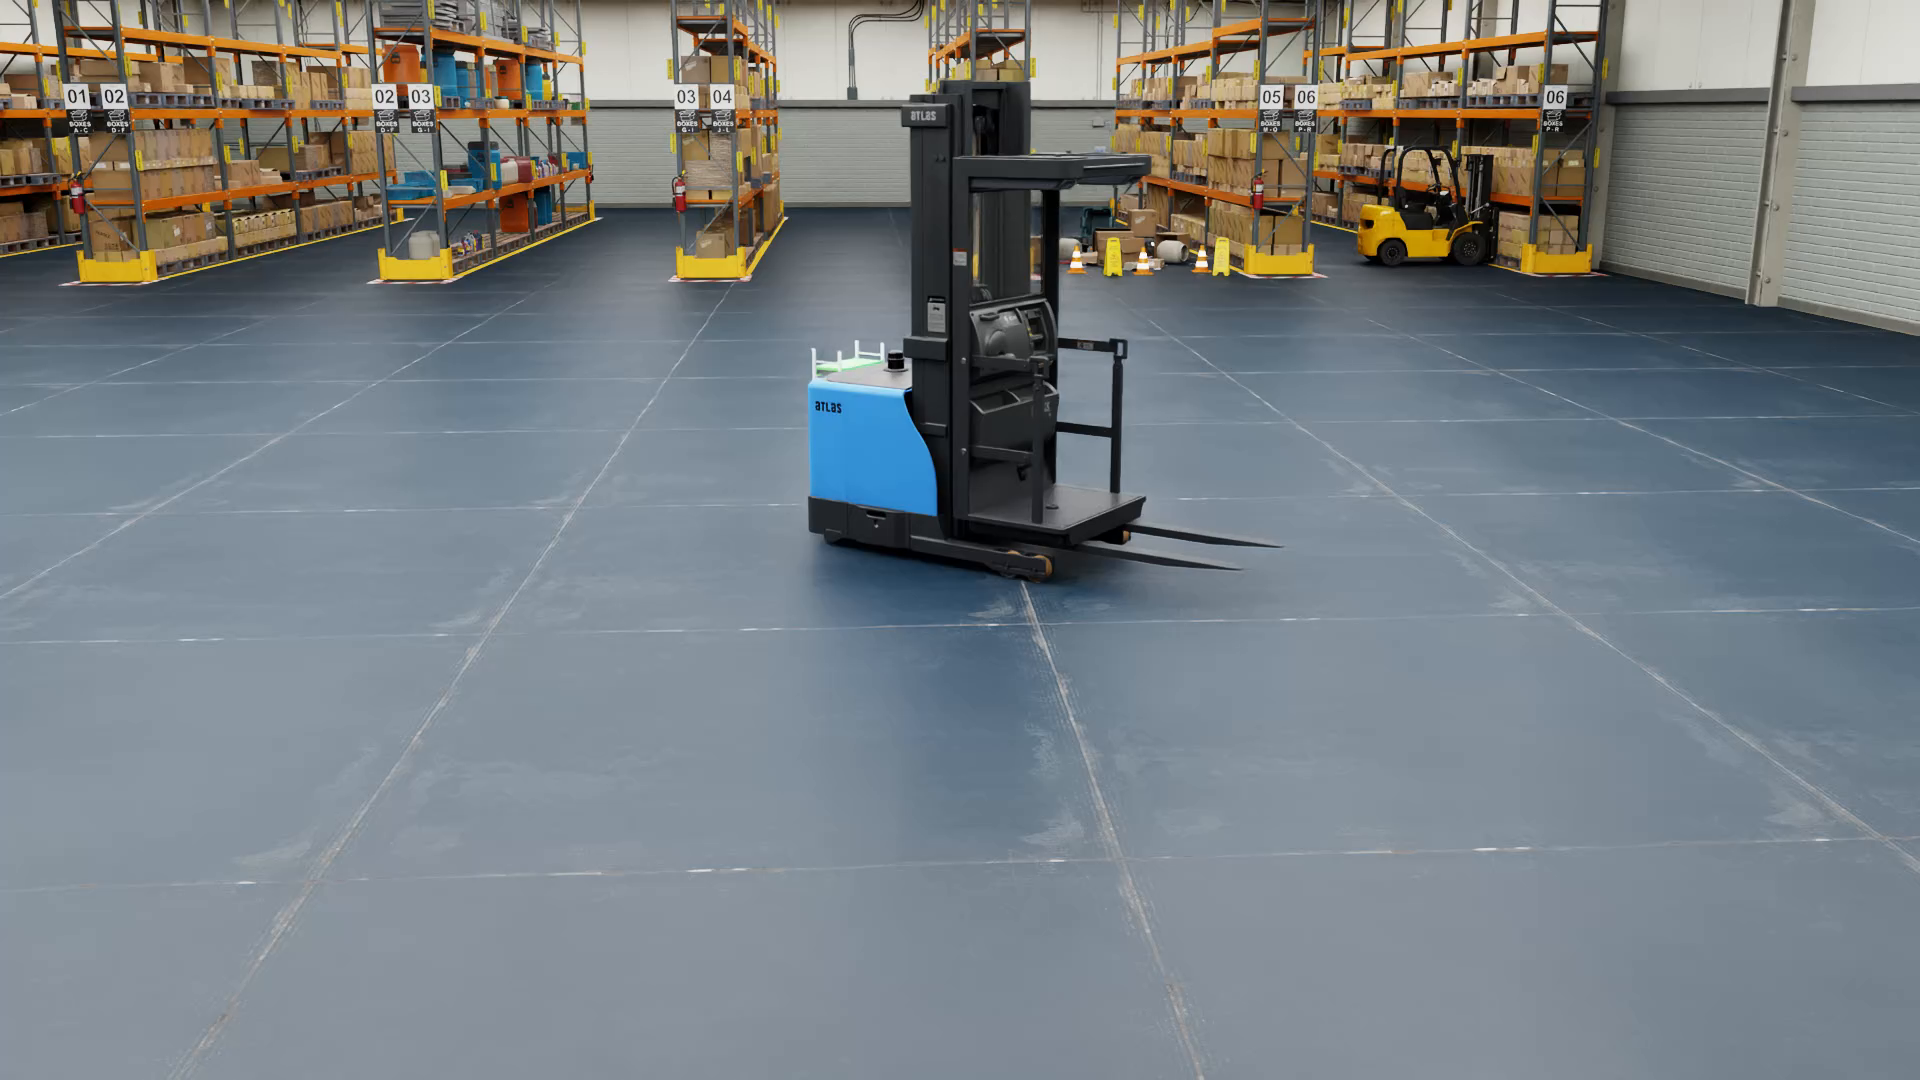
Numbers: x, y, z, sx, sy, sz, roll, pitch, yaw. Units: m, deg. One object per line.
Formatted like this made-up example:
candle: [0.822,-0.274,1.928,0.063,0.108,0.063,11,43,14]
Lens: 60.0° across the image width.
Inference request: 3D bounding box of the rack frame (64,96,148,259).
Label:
rack frame: [-14.168,-5.830,27.667,1.000,3.000,0.127,-1,14,-3]

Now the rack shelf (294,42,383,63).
rack shelf: [-15.035,-11.868,40.542,1.077,0.370,4.000,-1,14,-3]

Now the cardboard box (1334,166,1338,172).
cardboard box: [9.512,-9.216,41.328,0.380,0.149,0.250,0,14,-2]

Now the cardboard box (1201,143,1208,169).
cardboard box: [5.105,-7.637,33.050,0.500,0.500,0.500,-1,14,-4]

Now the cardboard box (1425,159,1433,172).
cardboard box: [9.966,-7.751,34.427,0.500,0.250,0.500,-1,14,-2]

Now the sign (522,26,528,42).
sign: [-9.171,-10.655,35.026,0.100,0.325,0.005,-1,14,-3]

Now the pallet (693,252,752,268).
pallet: [-4.373,-5.156,30.643,1.003,0.211,1.213,-1,14,-3]

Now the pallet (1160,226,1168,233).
pallet: [5.141,-6.972,37.699,1.003,0.211,1.213,-1,14,-3]

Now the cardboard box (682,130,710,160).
cardboard box: [-4.561,-6.792,28.601,0.500,0.500,0.500,-1,14,-3]

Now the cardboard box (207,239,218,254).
cardboard box: [-14.148,-5.461,30.905,0.500,0.250,0.500,-1,14,-3]

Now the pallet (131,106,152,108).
pallet: [-19.895,-10.351,39.394,1.003,0.211,1.213,-1,14,-3]

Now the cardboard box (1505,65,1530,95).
cardboard box: [10.330,-8.329,30.112,0.700,0.500,0.500,-1,14,-3]

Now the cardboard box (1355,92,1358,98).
cardboard box: [9.508,-10.446,39.046,0.380,0.149,0.250,-1,14,-4]

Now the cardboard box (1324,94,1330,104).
cardboard box: [9.478,-11.094,41.810,0.500,0.250,0.500,-1,14,-2]

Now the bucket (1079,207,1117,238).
bucket: [2.738,-6.181,32.550,0.726,0.611,0.620,4,5,16]

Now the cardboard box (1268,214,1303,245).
cardboard box: [5.835,-5.581,29.869,0.500,0.500,0.500,-1,14,-5]

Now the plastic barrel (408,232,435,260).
plastic barrel: [-9.341,-5.067,28.850,0.421,0.512,0.421,0,14,0]

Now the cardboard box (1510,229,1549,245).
cardboard box: [10.222,-5.443,29.834,0.500,0.250,0.500,-1,14,-4]

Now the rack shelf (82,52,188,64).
rack shelf: [-19.979,-11.598,40.291,1.077,0.370,4.000,-1,14,-3]

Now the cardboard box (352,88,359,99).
cardboard box: [-14.726,-10.686,39.817,0.500,0.250,0.500,-1,14,-3]

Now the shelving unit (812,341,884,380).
shelving unit: [-0.762,-0.746,11.518,0.258,1.200,0.503,9,17,32]

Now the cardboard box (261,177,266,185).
cardboard box: [-14.528,-7.382,34.202,0.380,0.149,0.250,0,14,1]

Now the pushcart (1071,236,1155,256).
pushcart: [3.090,-5.813,32.861,1.648,0.377,0.936,-6,16,-23]

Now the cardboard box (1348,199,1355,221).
cardboard box: [9.669,-7.934,40.017,0.500,0.500,0.500,-1,14,-4]

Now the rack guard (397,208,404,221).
rack guard: [-15.154,-8.580,43.371,1.175,0.500,0.348,-1,14,-3]

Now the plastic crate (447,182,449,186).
plastic crate: [-9.669,-6.456,30.525,0.450,0.188,0.662,-1,14,-3]

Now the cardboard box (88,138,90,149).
cardboard box: [-19.485,-8.810,36.904,0.500,0.250,0.500,-1,14,-5]

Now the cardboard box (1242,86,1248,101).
cardboard box: [5.294,-7.908,29.426,0.500,0.250,0.500,-1,14,-4]

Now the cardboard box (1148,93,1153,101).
cardboard box: [4.596,-10.343,38.811,0.380,0.166,0.250,-2,15,-7]

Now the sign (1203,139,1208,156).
sign: [4.809,-7.682,32.538,0.100,0.325,0.005,-1,14,-3]

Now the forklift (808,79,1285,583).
forklift: [0.511,-1.313,10.246,3.031,2.935,1.130,9,17,32]

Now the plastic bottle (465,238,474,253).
plastic bottle: [-9.106,-5.471,30.852,0.152,0.276,0.135,-1,14,-2]

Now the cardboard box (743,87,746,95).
cardboard box: [-4.149,-8.277,30.657,0.380,0.149,0.250,-1,14,-5]

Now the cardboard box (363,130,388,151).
cardboard box: [-14.825,-10.110,42.094,0.500,0.500,0.500,0,14,-2]

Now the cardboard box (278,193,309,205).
cardboard box: [-15.031,-7.683,37.496,0.500,0.250,0.500,-1,14,-4]

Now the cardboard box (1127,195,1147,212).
cardboard box: [4.825,-8.687,43.069,0.875,0.438,0.875,0,14,-2]

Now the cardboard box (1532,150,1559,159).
cardboard box: [10.332,-6.805,29.357,0.380,0.149,0.250,-1,14,-3]

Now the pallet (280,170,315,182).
pallet: [-14.775,-7.895,36.075,1.213,0.211,1.003,-1,14,-3]

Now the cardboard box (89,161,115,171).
cardboard box: [-14.382,-6.285,27.932,0.380,0.149,0.250,-1,14,-4]

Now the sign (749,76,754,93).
sign: [-3.987,-8.691,31.726,0.100,0.325,0.005,-1,14,-3]

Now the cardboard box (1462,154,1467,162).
cardboard box: [10.074,-7.487,32.603,0.380,0.149,0.250,-1,14,-4]

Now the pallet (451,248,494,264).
pallet: [-9.471,-5.383,31.523,1.003,0.211,1.213,-1,14,-3]

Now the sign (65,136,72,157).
sign: [-14.710,-6.501,27.474,0.100,0.325,0.005,-1,14,-3]

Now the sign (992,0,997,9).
sign: [0.735,-11.467,35.344,0.100,0.325,0.005,-1,14,-3]

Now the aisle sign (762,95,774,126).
aisle sign: [-4.977,-11.243,43.487,0.394,0.787,0.004,-1,14,-3]

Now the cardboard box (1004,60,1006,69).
cardboard box: [0.959,-8.153,28.535,0.380,0.149,0.250,-1,14,-3]

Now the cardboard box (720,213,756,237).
cardboard box: [-4.625,-6.530,34.518,0.700,0.500,0.500,0,14,1]

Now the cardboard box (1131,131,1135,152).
cardboard box: [4.539,-9.892,41.245,0.500,0.500,0.500,-1,14,-4]

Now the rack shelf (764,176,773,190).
rack shelf: [-4.900,-8.121,38.014,1.077,0.370,4.000,-1,14,-3]

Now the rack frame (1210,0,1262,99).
rack frame: [5.363,-10.036,31.972,1.000,3.000,0.127,-1,14,-3]
